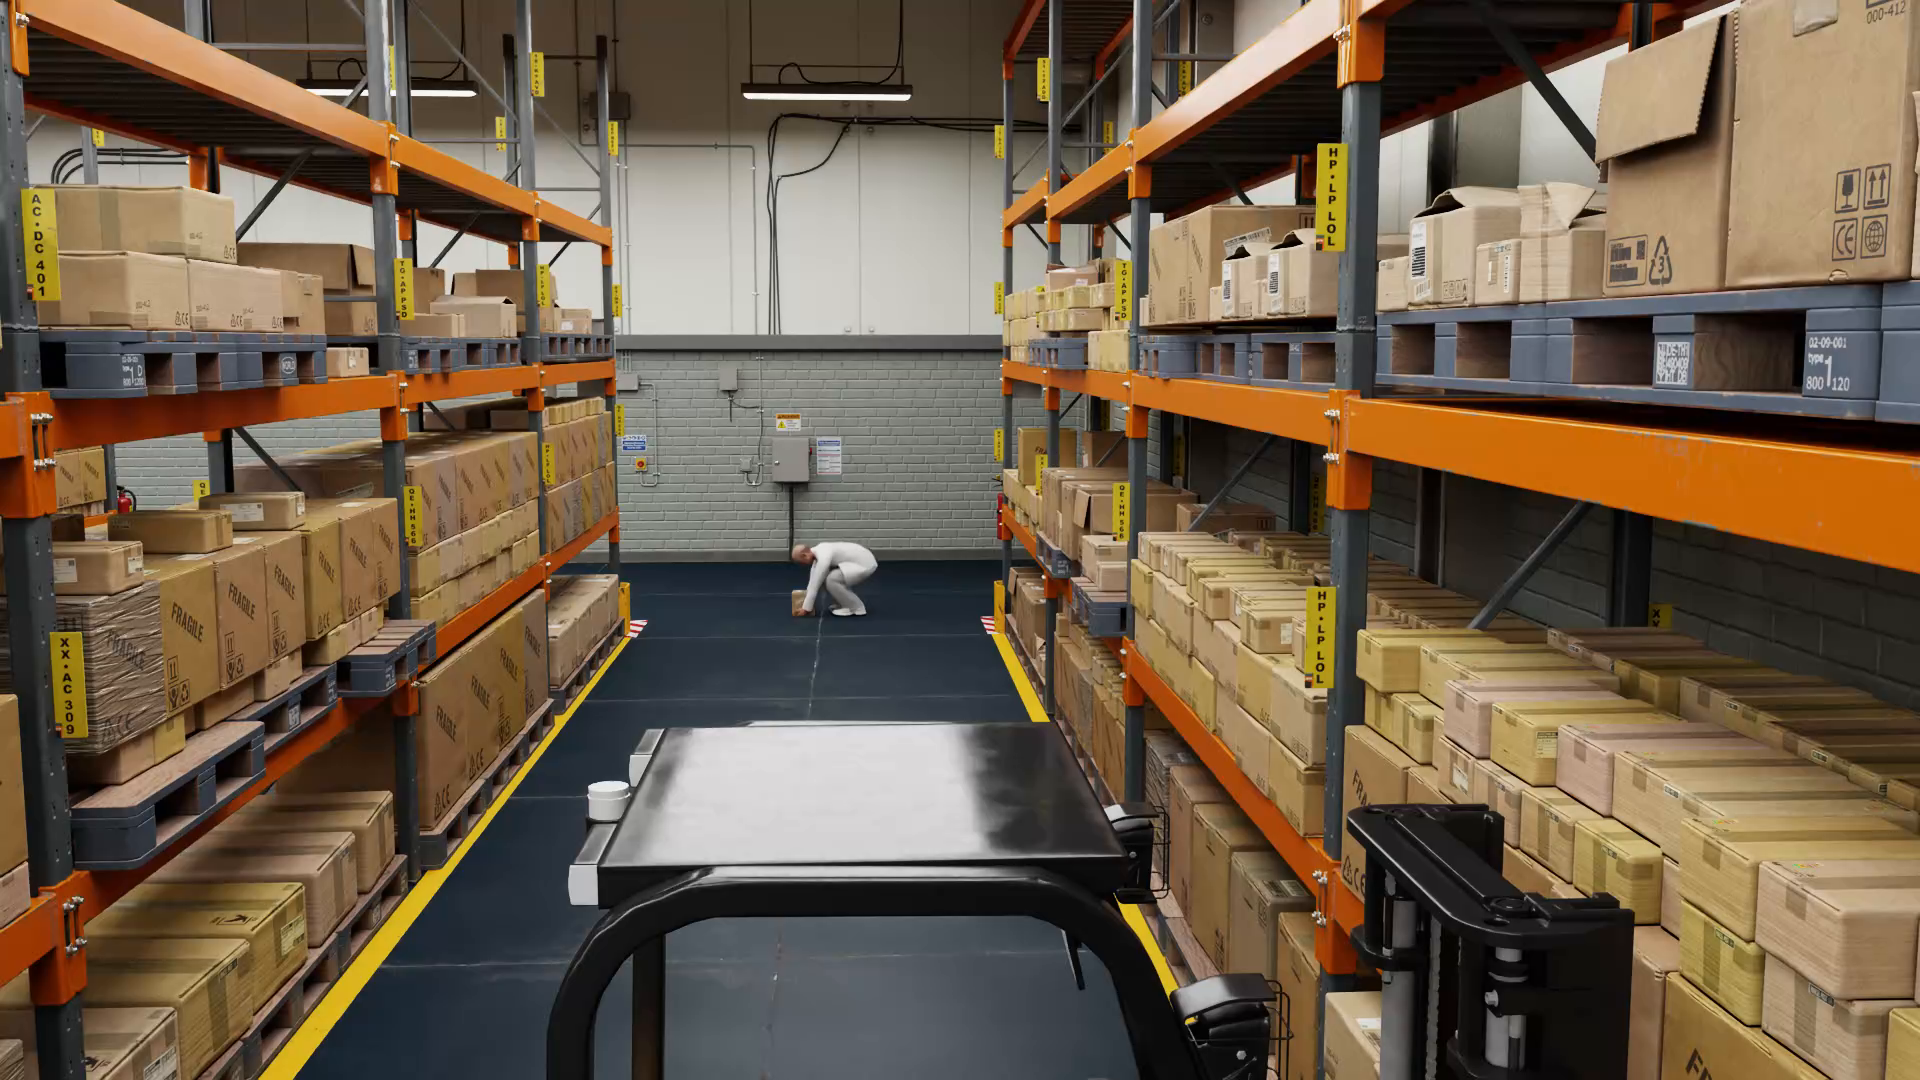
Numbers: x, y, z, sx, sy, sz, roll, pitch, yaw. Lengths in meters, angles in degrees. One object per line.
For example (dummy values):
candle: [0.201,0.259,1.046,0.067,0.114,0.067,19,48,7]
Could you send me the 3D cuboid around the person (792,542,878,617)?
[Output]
person: [-1.383,0.433,18.400,0.940,0.816,0.575,-1,7,-5]
